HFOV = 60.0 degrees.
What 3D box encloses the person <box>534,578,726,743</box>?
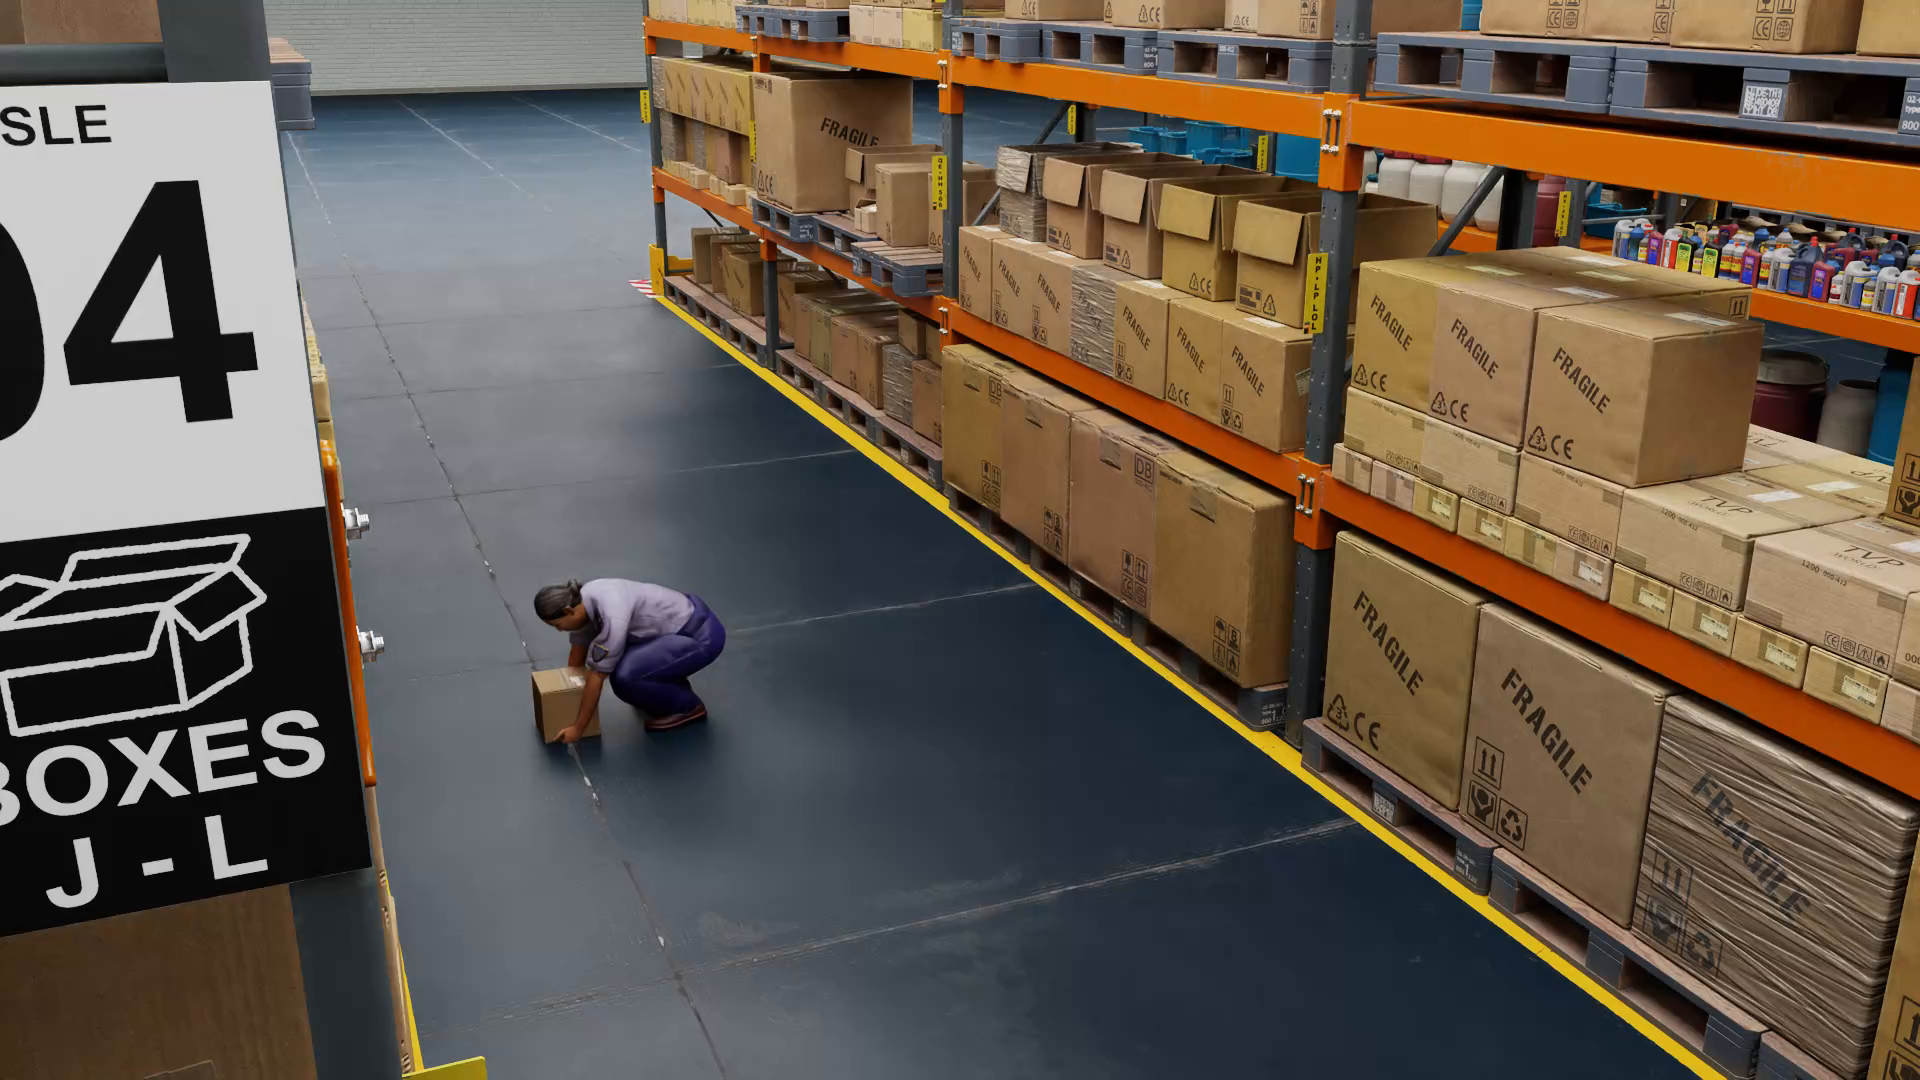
[{"bbox_3d":[-1.501,0.510,7.613,0.849,0.816,0.526,-8,21,-22],"label":"person"}]
